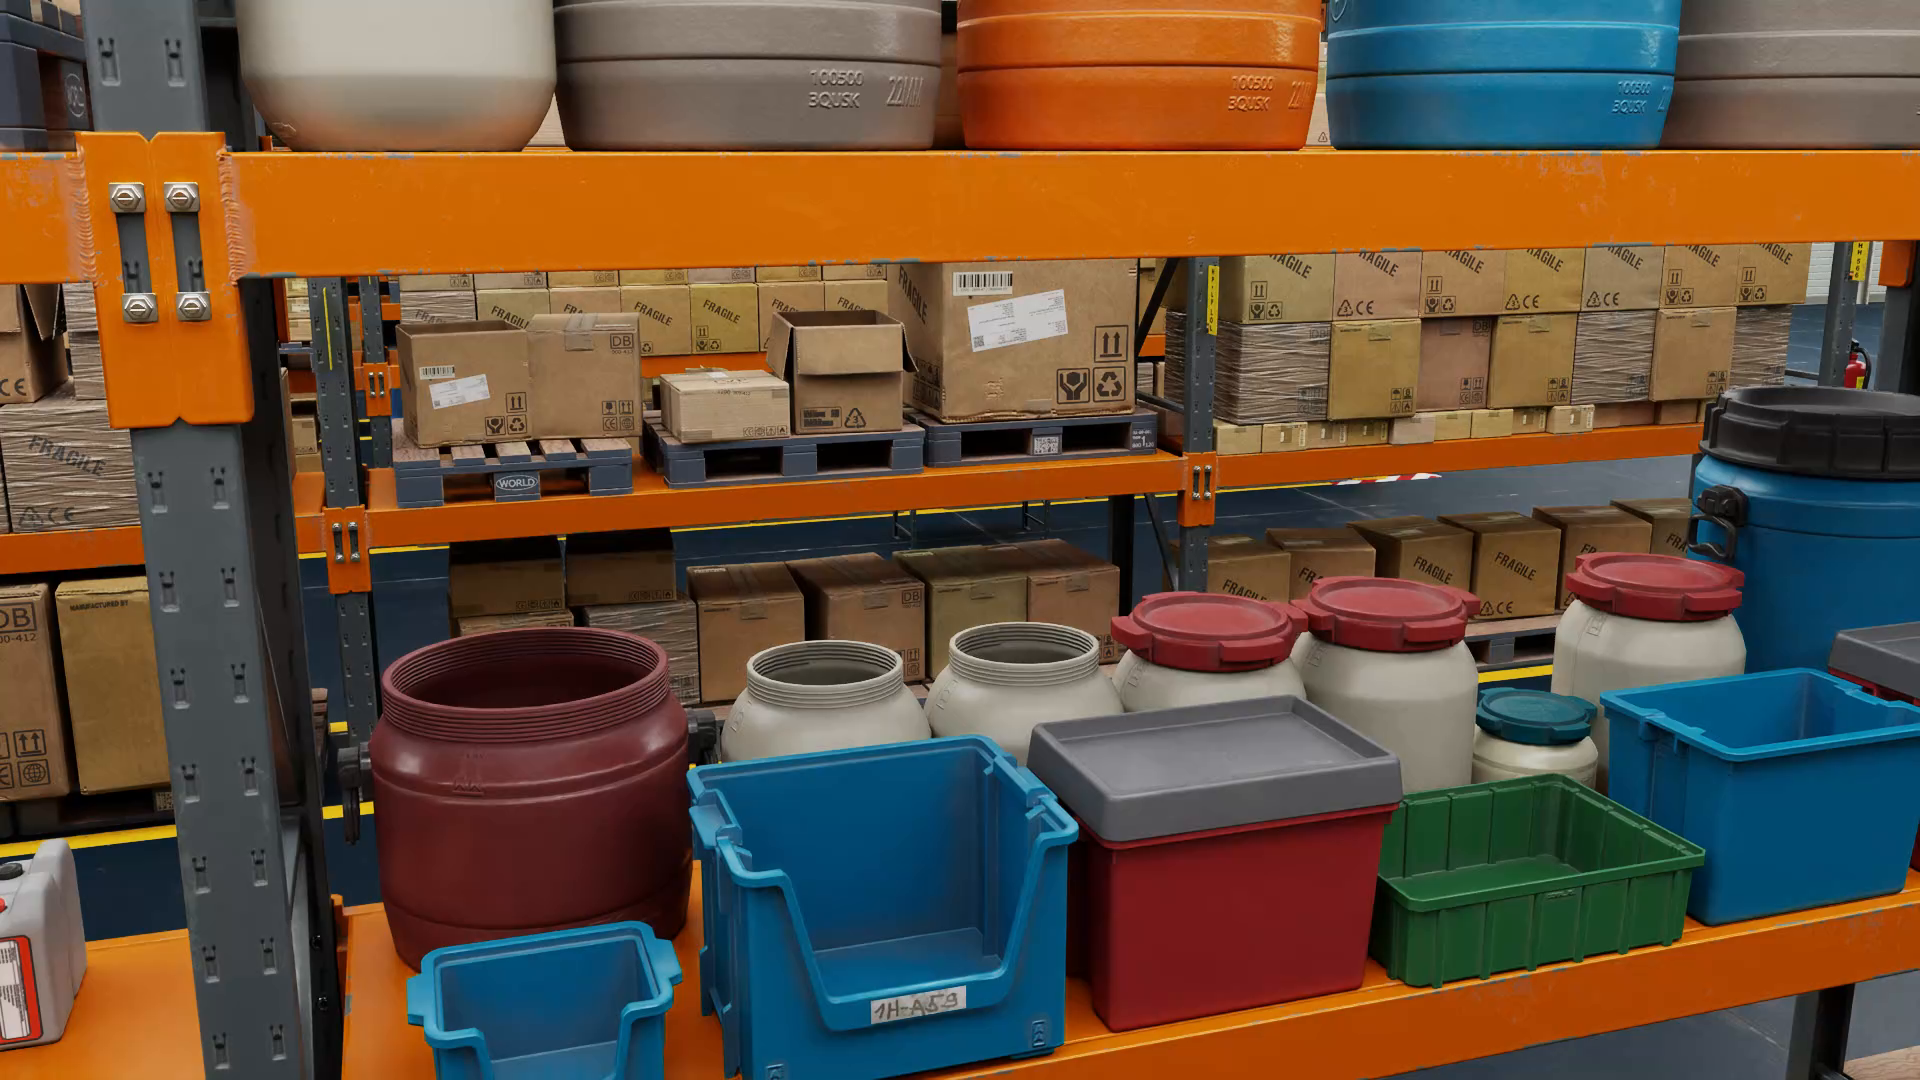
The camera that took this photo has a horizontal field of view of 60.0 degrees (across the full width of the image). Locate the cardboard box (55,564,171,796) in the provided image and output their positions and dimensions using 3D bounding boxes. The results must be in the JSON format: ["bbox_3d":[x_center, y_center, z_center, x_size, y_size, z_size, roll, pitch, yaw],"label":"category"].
[{"bbox_3d":[-3.415,0.458,7.418,0.875,0.875,1.225,-5,14,-21],"label":"cardboard box"}]

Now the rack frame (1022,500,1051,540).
[{"bbox_3d":[0.563,-0.773,12.153,0.032,1.500,0.500,-4,14,-18],"label":"rack frame"}]

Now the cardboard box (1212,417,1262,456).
[{"bbox_3d":[1.337,-0.540,8.475,0.250,0.149,0.380,-4,14,-18],"label":"cardboard box"}]

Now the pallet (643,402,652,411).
[{"bbox_3d":[-2.861,-1.472,17.874,1.213,0.211,1.003,-4,14,-18],"label":"pallet"}]

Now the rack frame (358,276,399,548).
[{"bbox_3d":[-4.240,-1.513,12.020,0.127,3.000,1.000,-4,14,-18],"label":"rack frame"}]

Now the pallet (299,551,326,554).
[{"bbox_3d":[-4.981,-0.099,12.102,1.213,0.211,1.003,-4,14,-18],"label":"pallet"}]

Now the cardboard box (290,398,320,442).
[{"bbox_3d":[-4.971,-0.868,12.183,0.500,0.250,0.500,-5,14,-21],"label":"cardboard box"}]

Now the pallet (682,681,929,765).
[{"bbox_3d":[-0.858,0.793,8.354,1.213,0.211,1.003,-4,14,-18],"label":"pallet"}]

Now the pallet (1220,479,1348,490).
[{"bbox_3d":[2.609,-0.670,14.505,1.213,0.211,1.003,-4,14,-18],"label":"pallet"}]

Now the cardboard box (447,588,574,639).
[{"bbox_3d":[-2.125,0.531,7.880,0.500,0.500,0.700,-5,14,-21],"label":"cardboard box"}]

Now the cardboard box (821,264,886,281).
[{"bbox_3d":[-0.918,-2.305,12.975,0.500,0.500,0.700,-5,14,-19],"label":"cardboard box"}]

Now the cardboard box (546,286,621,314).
[{"bbox_3d":[-2.769,-1.611,12.216,0.500,0.500,0.500,-4,14,-18],"label":"cardboard box"}]

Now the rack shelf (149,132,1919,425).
[{"bbox_3d":[0.721,-0.588,3.205,4.000,0.370,1.077,-4,14,-18],"label":"rack shelf"}]

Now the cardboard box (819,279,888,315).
[{"bbox_3d":[-0.858,-1.759,12.841,0.500,0.500,0.500,-5,14,-18],"label":"cardboard box"}]

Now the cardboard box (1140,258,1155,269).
[{"bbox_3d":[1.451,-2.543,13.692,0.500,0.550,0.875,-4,14,-18],"label":"cardboard box"}]

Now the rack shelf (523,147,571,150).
[{"bbox_3d":[-0.858,-1.674,7.772,4.000,0.370,1.077,-4,14,-18],"label":"rack shelf"}]

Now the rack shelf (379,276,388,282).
[{"bbox_3d":[-5.606,-3.477,21.833,4.000,0.370,1.077,-4,14,-18],"label":"rack shelf"}]

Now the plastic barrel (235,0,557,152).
[{"bbox_3d":[-0.782,-0.801,2.303,0.421,0.512,0.421,0,13,0],"label":"plastic barrel"}]

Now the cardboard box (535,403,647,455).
[{"bbox_3d":[-2.807,-0.713,12.612,0.750,0.750,1.050,-4,14,-17],"label":"cardboard box"}]

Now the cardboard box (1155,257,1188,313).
[{"bbox_3d":[1.376,-1.486,8.888,0.500,0.500,0.500,-4,14,-18],"label":"cardboard box"}]

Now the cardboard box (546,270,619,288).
[{"bbox_3d":[-2.847,-2.155,12.343,0.500,0.500,0.700,-5,14,-19],"label":"cardboard box"}]

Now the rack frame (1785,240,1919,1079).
[{"bbox_3d":[2.617,0.374,4.090,0.127,3.000,1.000,-4,14,-18],"label":"rack frame"}]

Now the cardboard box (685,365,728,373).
[{"bbox_3d":[-1.260,-0.739,8.149,0.258,0.266,0.396,-5,14,-20],"label":"cardboard box"}]

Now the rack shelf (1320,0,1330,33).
[{"bbox_3d":[1.447,-4.330,13.317,4.000,0.370,1.077,-4,14,-18],"label":"rack shelf"}]

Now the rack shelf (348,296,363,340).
[{"bbox_3d":[-7.810,-2.093,16.016,4.000,0.370,1.077,-4,14,-18],"label":"rack shelf"}]

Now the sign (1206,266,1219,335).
[{"bbox_3d":[1.218,-1.154,8.012,0.005,0.325,0.100,-4,14,-18],"label":"sign"}]

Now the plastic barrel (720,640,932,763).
[{"bbox_3d":[-0.267,0.492,3.352,0.421,0.512,0.421,0,13,0],"label":"plastic barrel"}]

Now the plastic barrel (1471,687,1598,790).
[{"bbox_3d":[1.314,0.505,3.837,0.301,0.262,0.301,0,13,0],"label":"plastic barrel"}]

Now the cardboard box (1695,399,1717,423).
[{"bbox_3d":[4.166,-0.771,9.446,0.250,0.149,0.380,-4,14,-18],"label":"cardboard box"}]

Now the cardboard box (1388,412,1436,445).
[{"bbox_3d":[2.290,-0.610,8.770,0.250,0.149,0.380,-4,14,-18],"label":"cardboard box"}]

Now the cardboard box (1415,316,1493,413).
[{"bbox_3d":[2.410,-1.014,9.064,0.500,0.500,0.875,-4,14,-18],"label":"cardboard box"}]

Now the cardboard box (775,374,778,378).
[{"bbox_3d":[-1.527,-1.650,16.364,0.500,0.500,0.500,-4,14,-18],"label":"cardboard box"}]

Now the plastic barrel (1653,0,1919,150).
[{"bbox_3d":[1.584,-1.196,3.124,0.600,0.901,0.600,0,13,0],"label":"plastic barrel"}]

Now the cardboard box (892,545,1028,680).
[{"bbox_3d":[-0.010,0.361,8.594,0.500,0.500,0.700,-5,14,-18],"label":"cardboard box"}]

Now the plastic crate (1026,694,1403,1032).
[{"bbox_3d":[0.455,0.586,3.061,0.583,0.464,0.402,-4,14,-18],"label":"plastic crate"}]

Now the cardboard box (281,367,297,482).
[{"bbox_3d":[-3.301,-0.490,7.504,0.500,0.500,0.500,-4,14,-16],"label":"cardboard box"}]

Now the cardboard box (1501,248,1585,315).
[{"bbox_3d":[2.963,-1.483,8.877,0.500,0.500,0.500,-4,14,-18],"label":"cardboard box"}]

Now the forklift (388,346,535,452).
[{"bbox_3d":[-3.592,-2.107,14.668,3.031,2.935,1.130,-6,14,-22],"label":"forklift"}]

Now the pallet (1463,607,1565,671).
[{"bbox_3d":[2.821,0.496,9.603,1.213,0.211,1.003,-4,14,-18],"label":"pallet"}]

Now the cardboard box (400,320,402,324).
[{"bbox_3d":[-6.906,-2.771,21.536,0.625,0.625,0.875,-4,14,-16],"label":"cardboard box"}]

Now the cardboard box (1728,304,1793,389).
[{"bbox_3d":[4.298,-1.167,9.707,0.500,0.500,0.875,-4,14,-18],"label":"cardboard box"}]

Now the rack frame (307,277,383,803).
[{"bbox_3d":[-2.754,-0.417,7.416,0.127,3.000,1.000,-4,14,-18],"label":"rack frame"}]

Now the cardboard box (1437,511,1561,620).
[{"bbox_3d":[3.076,0.140,9.566,0.500,0.500,0.500,-3,14,-13],"label":"cardboard box"}]

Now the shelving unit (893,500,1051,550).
[{"bbox_3d":[0.081,-0.736,11.996,1.048,1.500,0.538,-4,14,-18],"label":"shelving unit"}]

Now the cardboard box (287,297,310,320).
[{"bbox_3d":[-4.563,-1.603,11.393,0.250,0.149,0.380,-4,14,-17],"label":"cardboard box"}]

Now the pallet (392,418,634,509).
[{"bbox_3d":[-2.112,-0.400,7.757,1.003,0.211,1.213,-4,14,-18],"label":"pallet"}]

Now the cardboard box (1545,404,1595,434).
[{"bbox_3d":[3.236,-0.686,9.086,0.250,0.149,0.380,-4,14,-18],"label":"cardboard box"}]

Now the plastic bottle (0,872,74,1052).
[{"bbox_3d":[-1.639,0.724,2.887,0.135,0.276,0.152,-4,14,-18],"label":"plastic bottle"}]
